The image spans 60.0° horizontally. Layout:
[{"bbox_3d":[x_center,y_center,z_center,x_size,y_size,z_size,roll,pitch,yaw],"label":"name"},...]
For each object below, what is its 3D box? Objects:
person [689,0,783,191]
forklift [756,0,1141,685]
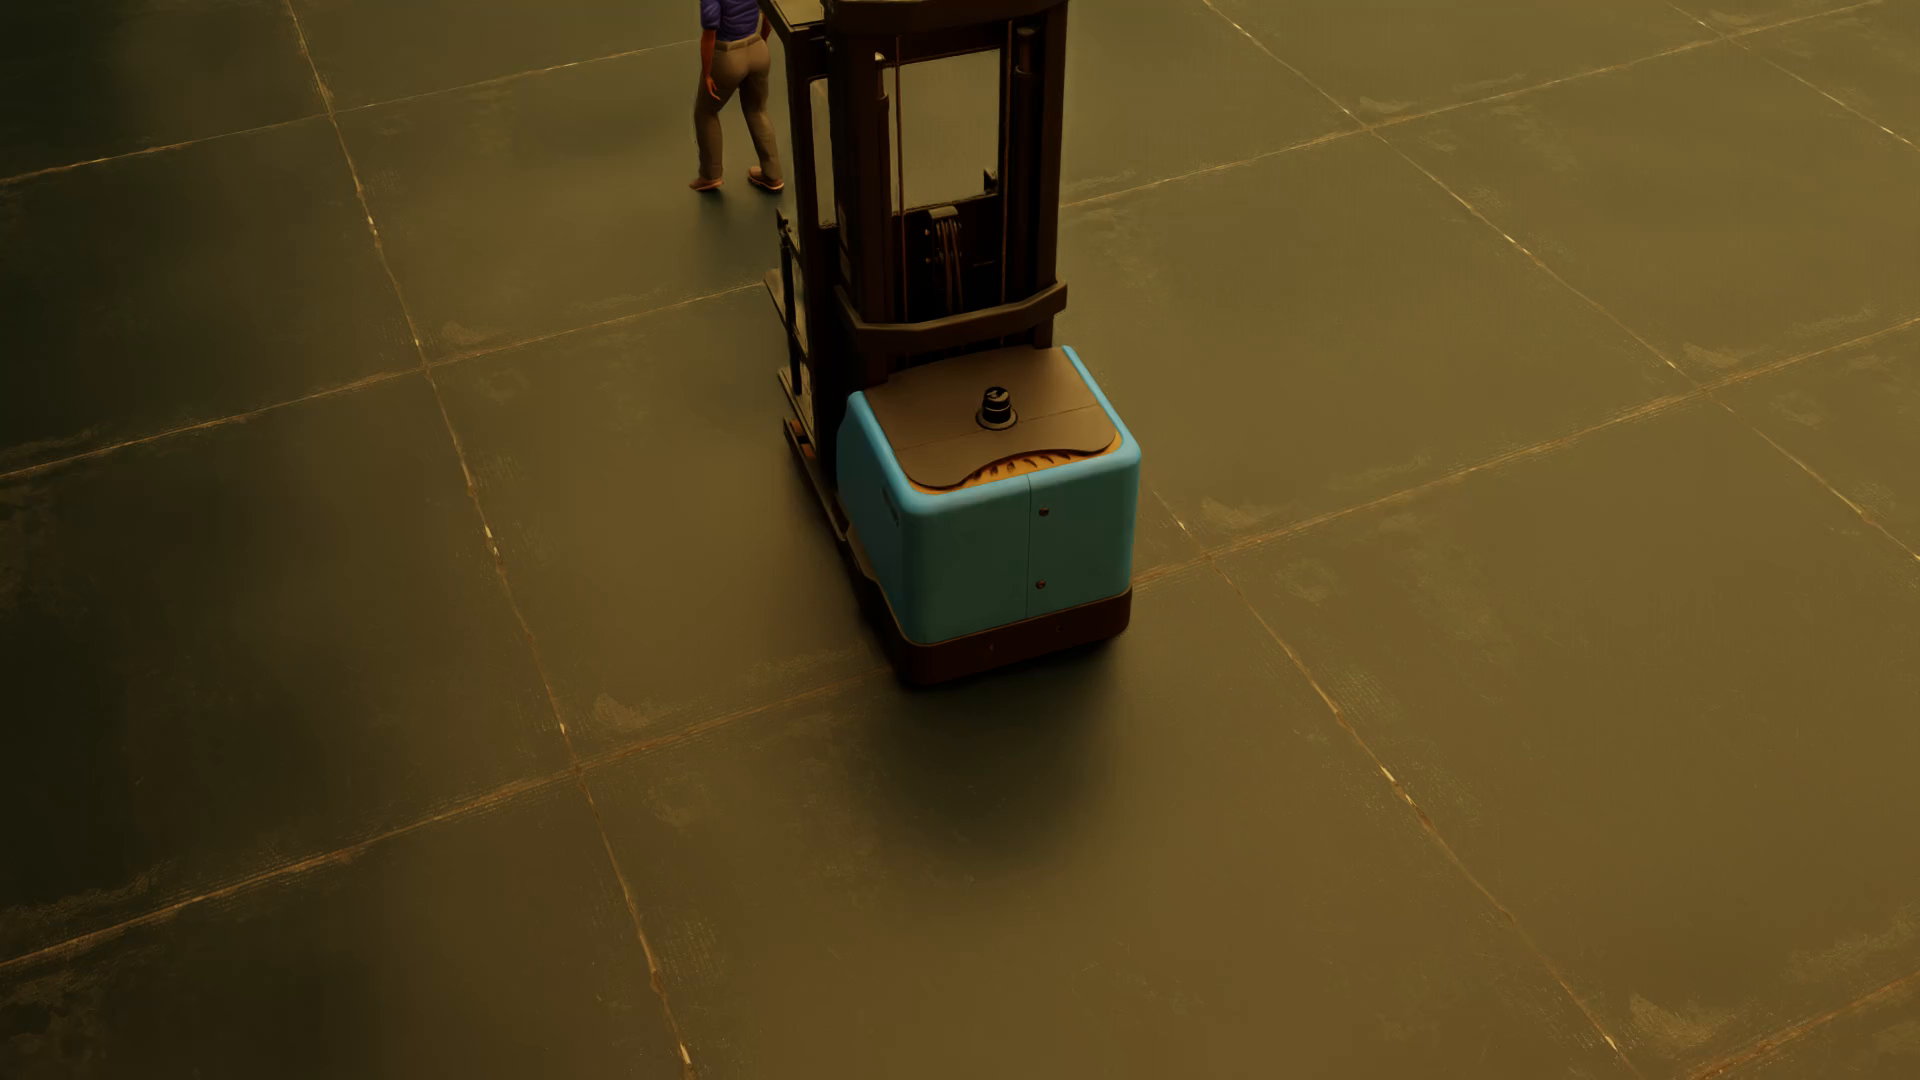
[{"bbox_3d":[-1.334,-2.770,9.640,0.553,1.702,0.502,-31,51,-29],"label":"person"},{"bbox_3d":[-0.234,-1.475,7.260,1.130,2.935,3.031,-14,45,-14],"label":"forklift"}]
